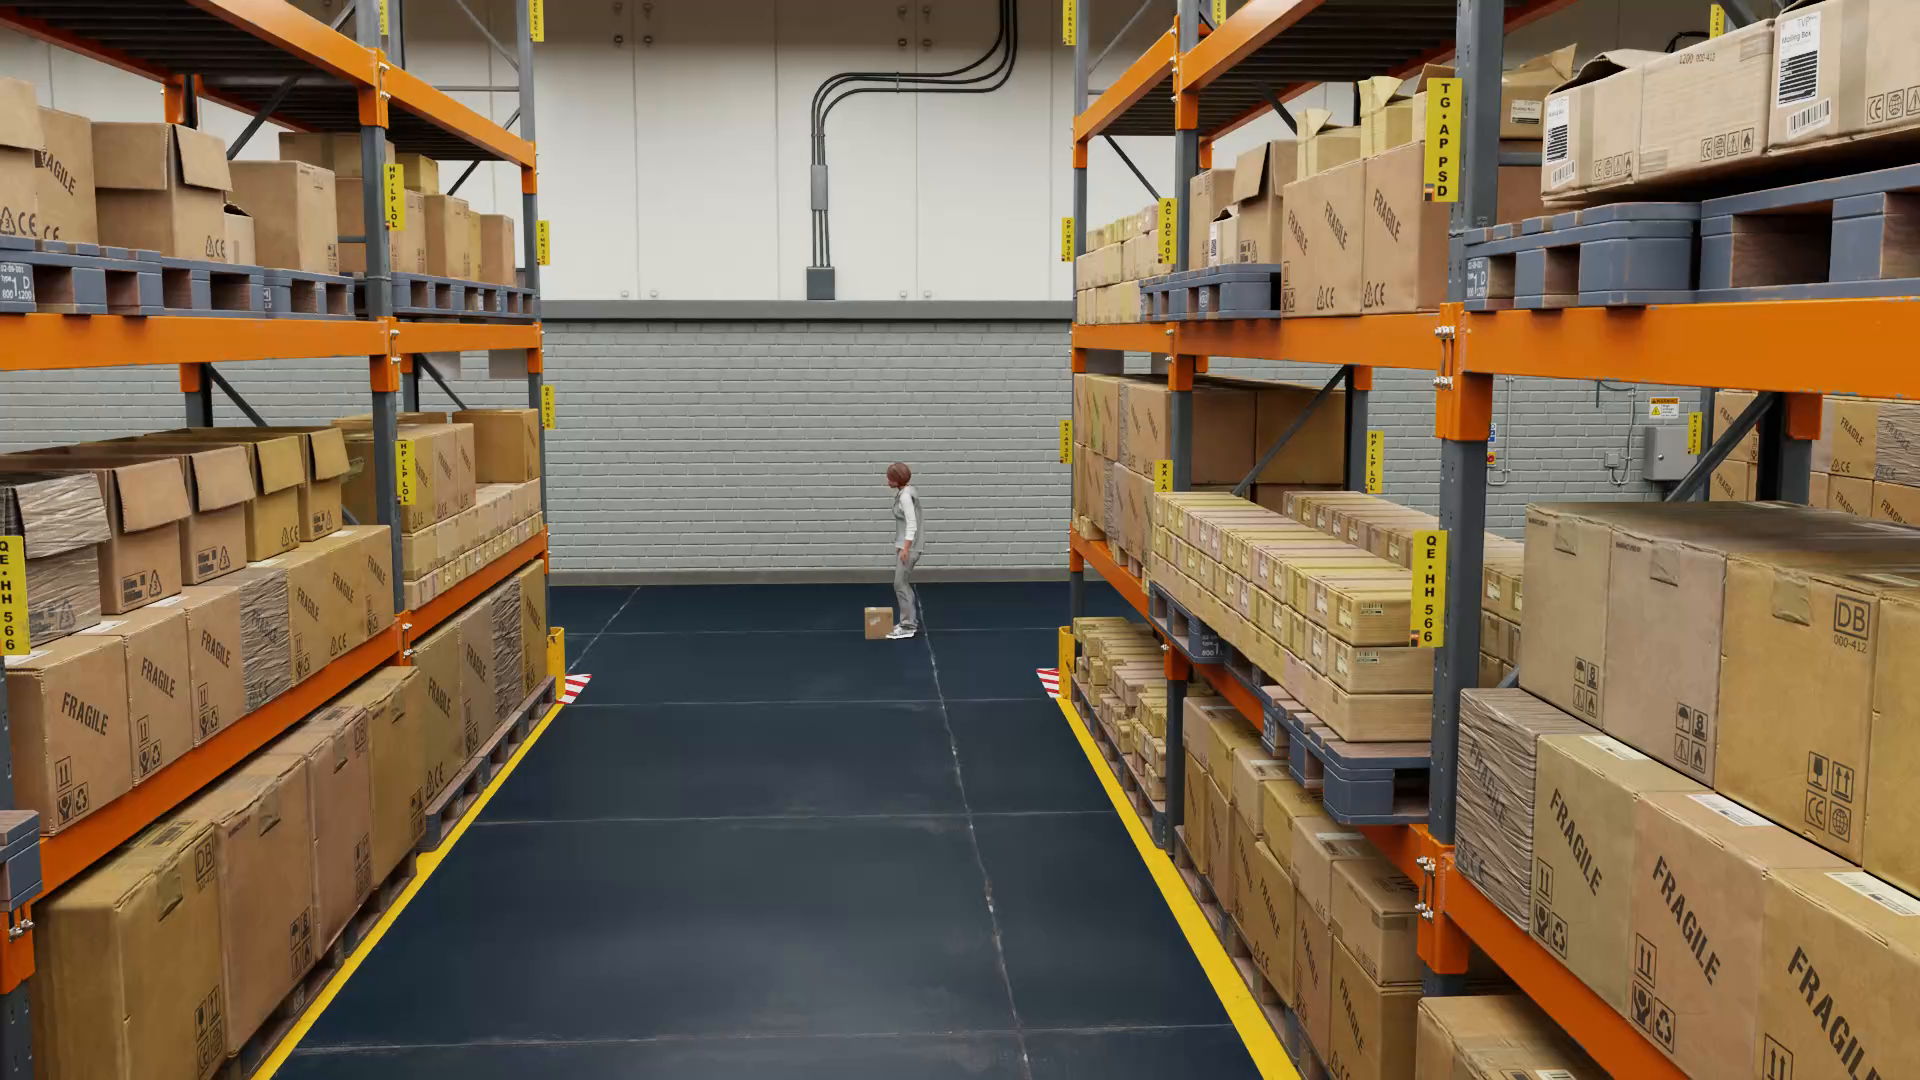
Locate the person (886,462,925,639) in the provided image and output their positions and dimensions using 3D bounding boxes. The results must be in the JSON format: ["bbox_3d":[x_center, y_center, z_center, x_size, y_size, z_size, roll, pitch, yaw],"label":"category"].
[{"bbox_3d":[-0.510,0.098,15.088,0.378,1.574,0.480,-1,7,-7],"label":"person"}]
